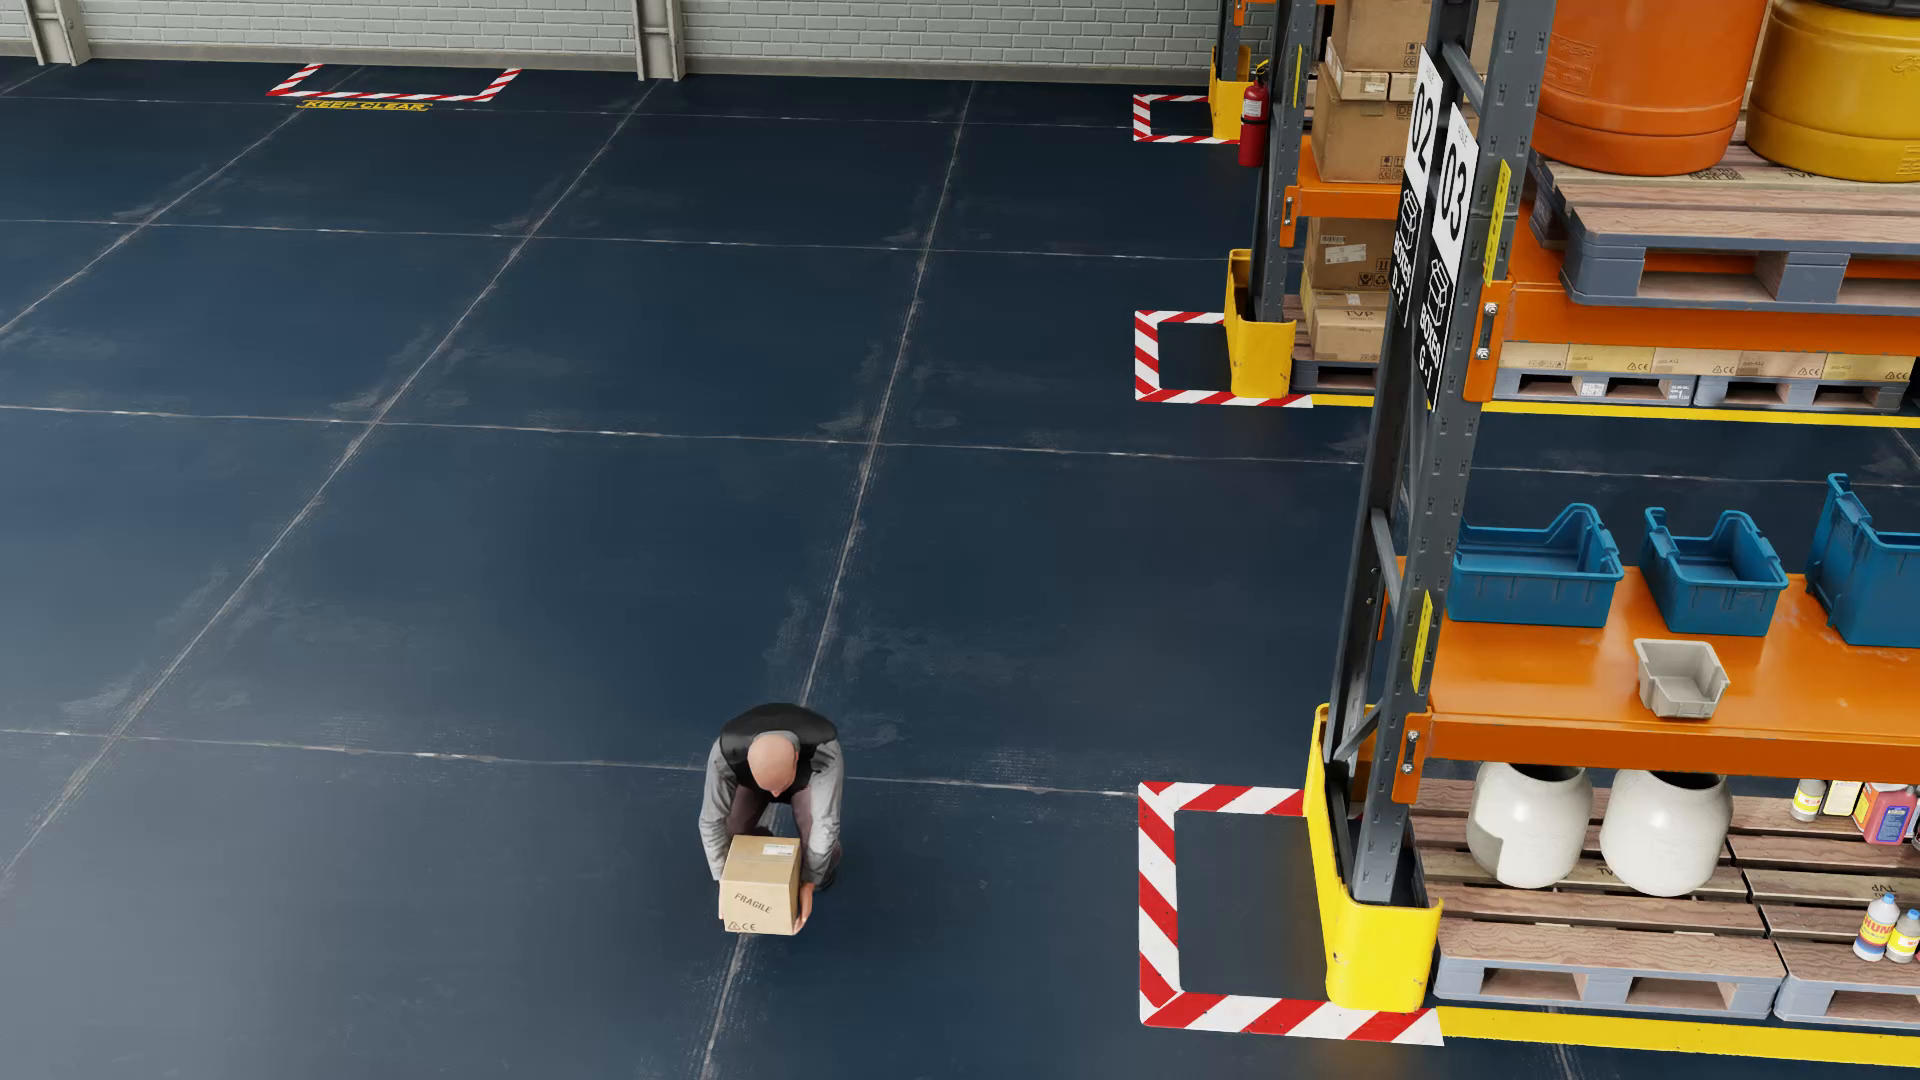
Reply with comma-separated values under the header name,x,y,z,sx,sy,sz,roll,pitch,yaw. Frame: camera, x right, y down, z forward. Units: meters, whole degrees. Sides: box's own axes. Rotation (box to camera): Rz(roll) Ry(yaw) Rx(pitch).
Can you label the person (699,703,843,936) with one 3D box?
name,x,y,z,sx,sy,sz,roll,pitch,yaw
person,-0.691,0.967,6.324,0.534,0.967,0.851,3,32,4
